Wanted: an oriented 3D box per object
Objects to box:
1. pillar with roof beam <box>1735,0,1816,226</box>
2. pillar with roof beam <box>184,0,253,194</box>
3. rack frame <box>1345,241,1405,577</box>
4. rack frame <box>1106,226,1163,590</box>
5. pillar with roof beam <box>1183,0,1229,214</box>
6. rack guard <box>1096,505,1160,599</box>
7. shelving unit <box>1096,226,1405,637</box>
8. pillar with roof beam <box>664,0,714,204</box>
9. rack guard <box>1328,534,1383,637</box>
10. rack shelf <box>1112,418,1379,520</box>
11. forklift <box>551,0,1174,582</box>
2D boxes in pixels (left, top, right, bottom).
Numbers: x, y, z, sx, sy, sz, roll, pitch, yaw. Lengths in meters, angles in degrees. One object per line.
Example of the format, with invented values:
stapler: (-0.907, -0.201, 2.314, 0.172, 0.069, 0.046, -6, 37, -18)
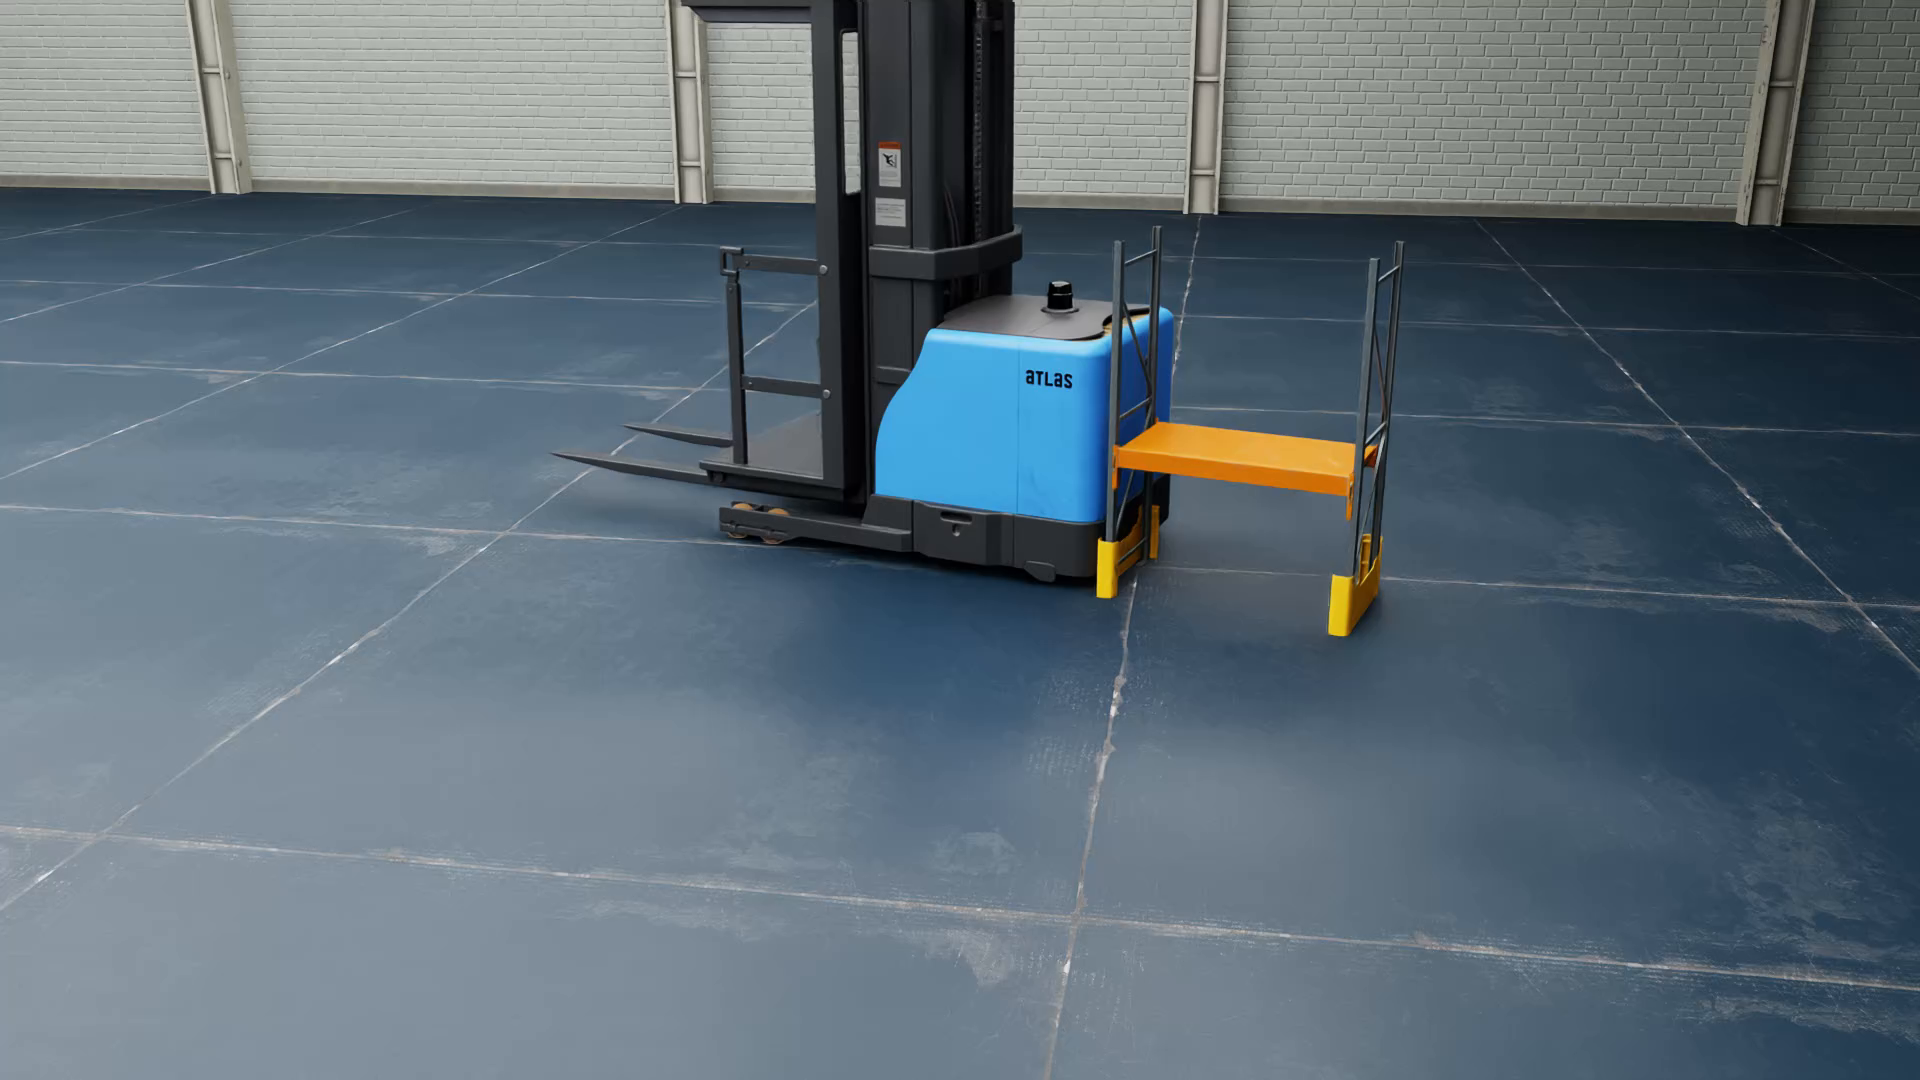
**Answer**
pillar with roof beam: (7.994, -6.359, 12.627, 0.400, 9.000, 9.100, 3, 19, 9)
pillar with roof beam: (-9.778, -7.265, 15.334, 0.400, 9.000, 9.100, 3, 19, 9)
rack frame: (1.654, -0.409, 6.661, 0.032, 1.500, 0.500, 9, 20, 24)
rack frame: (0.737, -0.548, 7.078, 0.032, 1.500, 0.500, 9, 20, 24)
pillar with roof beam: (2.070, -6.661, 13.529, 0.400, 9.000, 9.100, 3, 19, 9)
rack guard: (0.739, 0.045, 7.276, 0.087, 0.250, 0.587, 9, 20, 24)
shelving unit: (1.187, -0.480, 6.873, 1.083, 1.500, 0.587, 9, 20, 24)
pillar with roof beam: (-3.854, -6.963, 14.432, 0.400, 9.000, 9.100, 3, 19, 9)
rack guard: (1.636, 0.181, 6.867, 0.087, 0.250, 0.587, 9, 20, 24)
rack shelf: (1.196, -0.308, 6.926, 1.000, 0.185, 0.538, 9, 20, 24)
forklift: (-0.565, -1.508, 7.692, 3.031, 2.935, 1.130, 9, 20, 24)
